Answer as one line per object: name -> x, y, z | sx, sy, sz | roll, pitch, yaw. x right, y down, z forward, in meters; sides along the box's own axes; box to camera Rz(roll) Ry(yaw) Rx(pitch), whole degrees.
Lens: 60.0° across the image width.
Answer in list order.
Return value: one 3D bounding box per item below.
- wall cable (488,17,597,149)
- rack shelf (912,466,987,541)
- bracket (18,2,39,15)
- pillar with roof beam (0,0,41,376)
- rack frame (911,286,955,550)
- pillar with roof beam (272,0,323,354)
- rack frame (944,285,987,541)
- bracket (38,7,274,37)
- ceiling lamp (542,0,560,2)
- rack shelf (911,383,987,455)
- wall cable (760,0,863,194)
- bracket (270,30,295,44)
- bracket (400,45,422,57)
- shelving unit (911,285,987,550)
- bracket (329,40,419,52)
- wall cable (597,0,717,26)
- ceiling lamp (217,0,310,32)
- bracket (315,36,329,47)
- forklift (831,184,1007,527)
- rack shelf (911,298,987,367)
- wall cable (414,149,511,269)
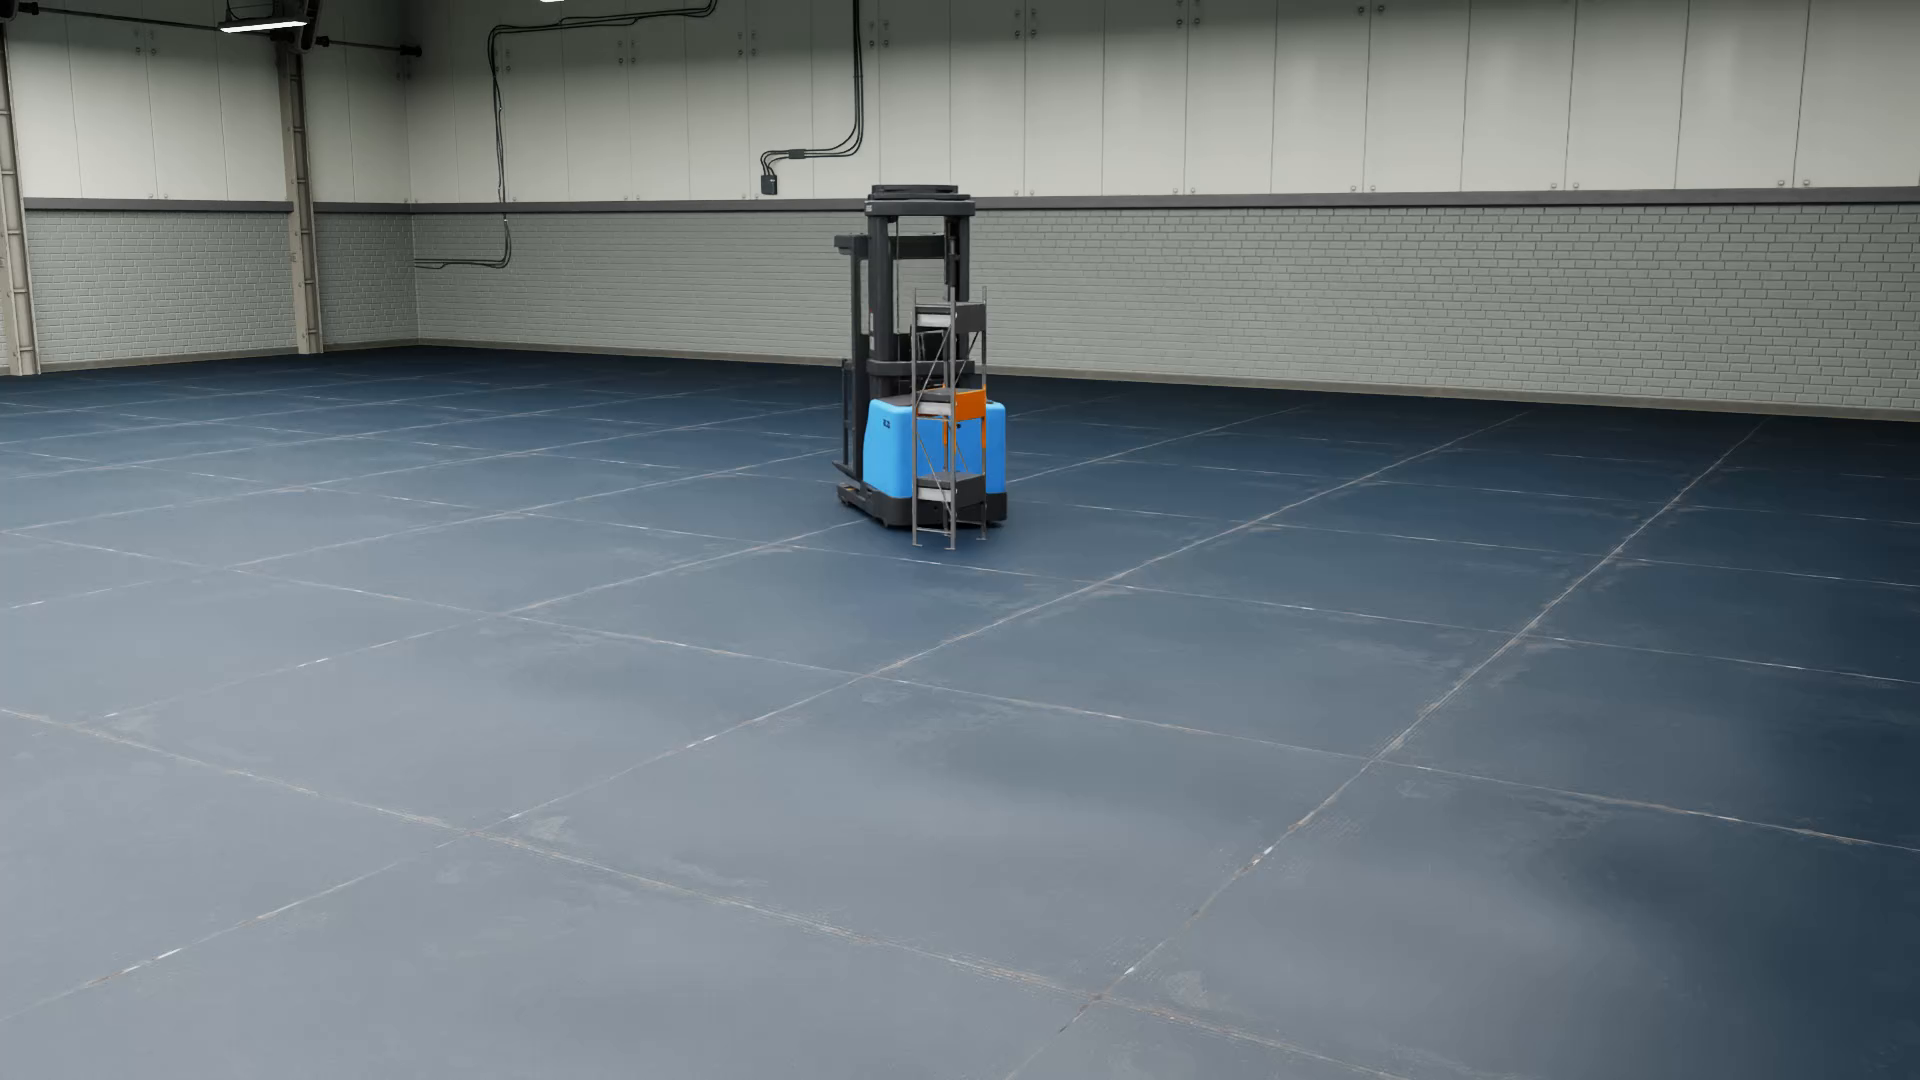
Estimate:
wall cable -> -8.564, -9.352, 34.082 | 3.097, 2.526, 0.112 | 6, 12, 31
rack shelf -> -0.086, -0.305, 13.668 | 0.431, 0.518, 0.480 | 6, 12, 31
bracket -> -16.132, -9.174, 28.637 | 0.235, 0.232, 0.430 | 6, 12, 31
pillar with roof beam -> -12.972, -6.962, 26.604 | 9.100, 9.000, 0.548 | 6, 12, 31
rack frame -> -0.213, -0.968, 13.331 | 0.400, 2.100, 0.015 | 6, 12, 31
pillar with roof beam -> -9.857, -7.906, 31.644 | 9.100, 9.000, 0.548 | 6, 12, 31
rack frame -> 0.041, -1.044, 13.741 | 0.400, 2.100, 0.015 | 6, 12, 31
bracket -> -14.786, -9.582, 30.816 | 0.076, 0.066, 4.783 | 6, 12, 31
ceiling lamp -> -5.167, -9.419, 23.863 | 2.000, 3.185, 0.800 | 6, 12, 31
rack shelf -> -0.086, -0.993, 13.539 | 0.431, 0.518, 0.480 | 6, 12, 31
wall cable -> -2.771, -9.416, 30.470 | 2.305, 6.003, 0.169 | 6, 12, 31
bracket -> -13.448, -9.987, 32.980 | 0.235, 0.232, 0.430 | 6, 12, 31
bracket -> -11.787, -10.491, 35.668 | 0.235, 0.232, 0.430 | 6, 12, 31
shelving unit -> -0.086, -1.006, 13.536 | 0.431, 2.100, 0.503 | 6, 12, 31
bracket -> -12.093, -10.398, 35.172 | 0.076, 0.066, 3.189 | 6, 12, 31
wall cable -> -5.919, -11.292, 32.084 | 3.097, 2.526, 0.112 | 6, 12, 31
ceiling lamp -> -11.483, -10.125, 27.634 | 2.000, 3.185, 0.800 | 6, 12, 31
bracket -> -13.017, -10.118, 33.677 | 0.235, 0.232, 0.430 | 6, 12, 31
forklift -> -0.526, -1.779, 15.408 | 1.130, 2.935, 3.031 | -3, 11, -17
rack shelf -> -0.086, -1.681, 13.410 | 0.431, 0.518, 0.480 | 6, 12, 31
wall cable -> -10.876, -7.128, 35.927 | 3.097, 2.526, 0.112 | 6, 12, 31
